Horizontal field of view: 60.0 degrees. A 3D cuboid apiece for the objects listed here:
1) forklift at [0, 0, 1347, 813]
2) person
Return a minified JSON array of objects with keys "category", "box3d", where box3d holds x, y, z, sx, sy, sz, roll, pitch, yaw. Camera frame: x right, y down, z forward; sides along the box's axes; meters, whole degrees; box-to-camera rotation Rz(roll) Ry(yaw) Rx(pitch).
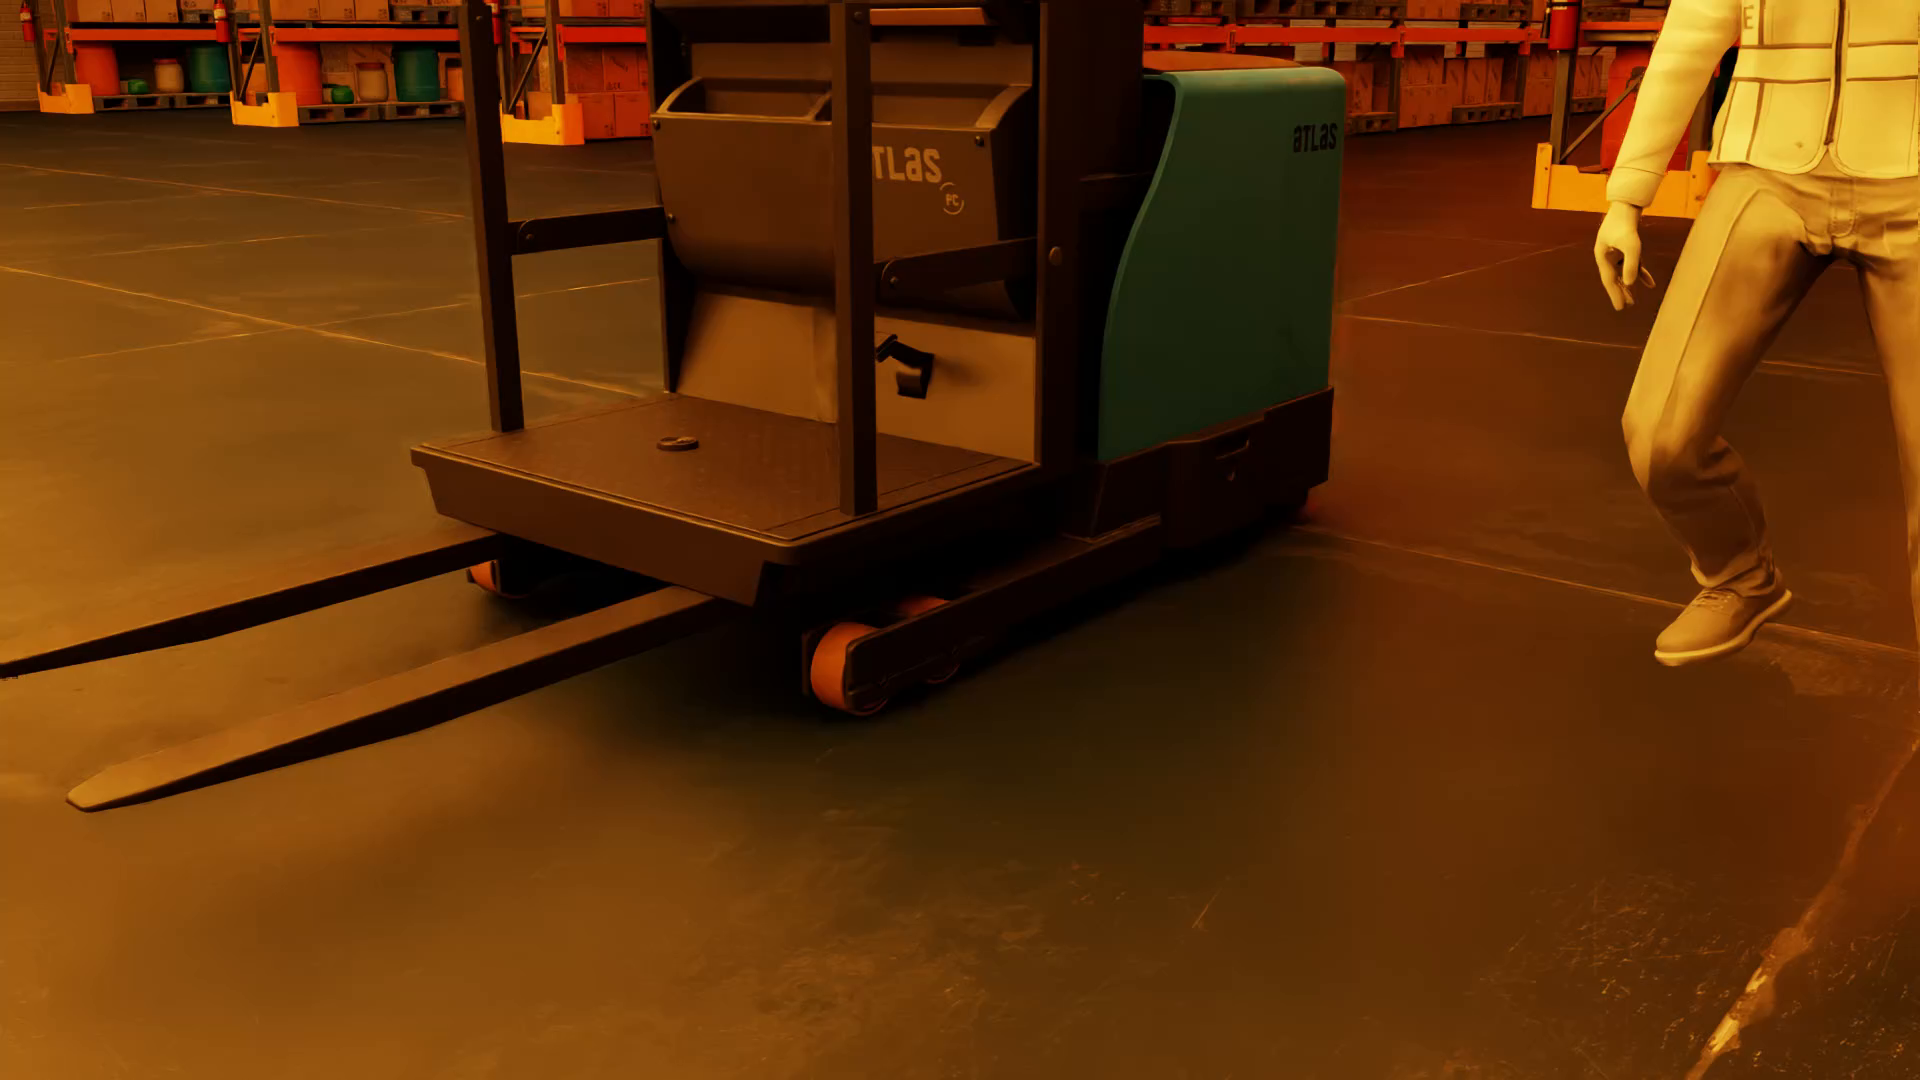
[{"category":"forklift","box3d":[-0.390,-1.255,3.032,1.130,2.935,3.031,13,21,37]},{"category":"person","box3d":[1.215,-0.439,2.265,0.707,1.665,0.439,14,22,39]}]
